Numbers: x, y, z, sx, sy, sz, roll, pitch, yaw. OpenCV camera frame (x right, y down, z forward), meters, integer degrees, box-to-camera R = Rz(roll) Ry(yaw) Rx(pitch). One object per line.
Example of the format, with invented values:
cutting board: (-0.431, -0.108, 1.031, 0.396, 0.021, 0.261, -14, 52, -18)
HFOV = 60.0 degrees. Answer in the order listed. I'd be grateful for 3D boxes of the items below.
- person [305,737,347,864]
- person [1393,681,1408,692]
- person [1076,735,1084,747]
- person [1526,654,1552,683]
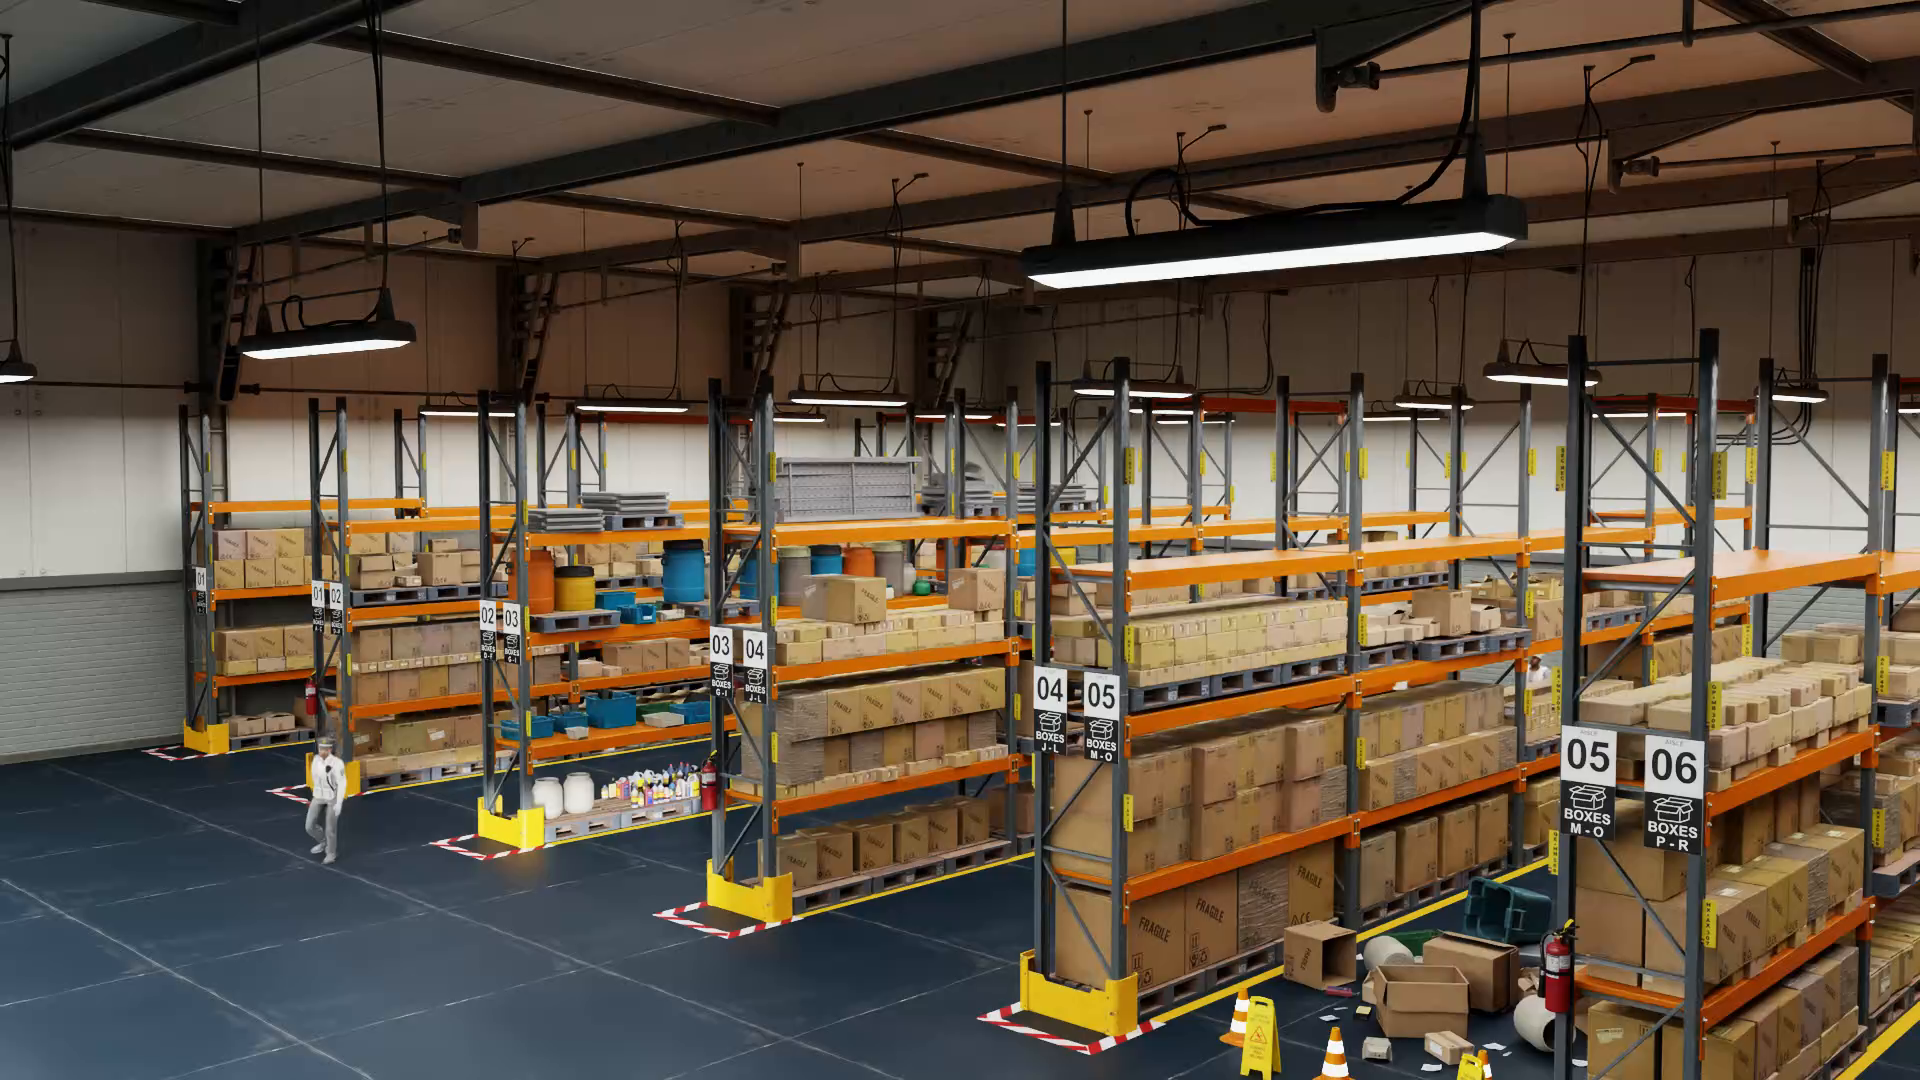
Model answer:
person: (-7.955, 3.265, 20.903, 0.632, 1.644, 0.549, 0, 3, 8)
person: (7.217, 2.984, 26.419, 0.938, 1.585, 0.715, -2, 4, -38)
person: (1.514, 3.218, 20.175, 0.678, 1.726, 0.876, 2, 4, 33)
person: (9.864, 2.769, 28.656, 0.642, 1.742, 0.638, 2, 4, 37)
